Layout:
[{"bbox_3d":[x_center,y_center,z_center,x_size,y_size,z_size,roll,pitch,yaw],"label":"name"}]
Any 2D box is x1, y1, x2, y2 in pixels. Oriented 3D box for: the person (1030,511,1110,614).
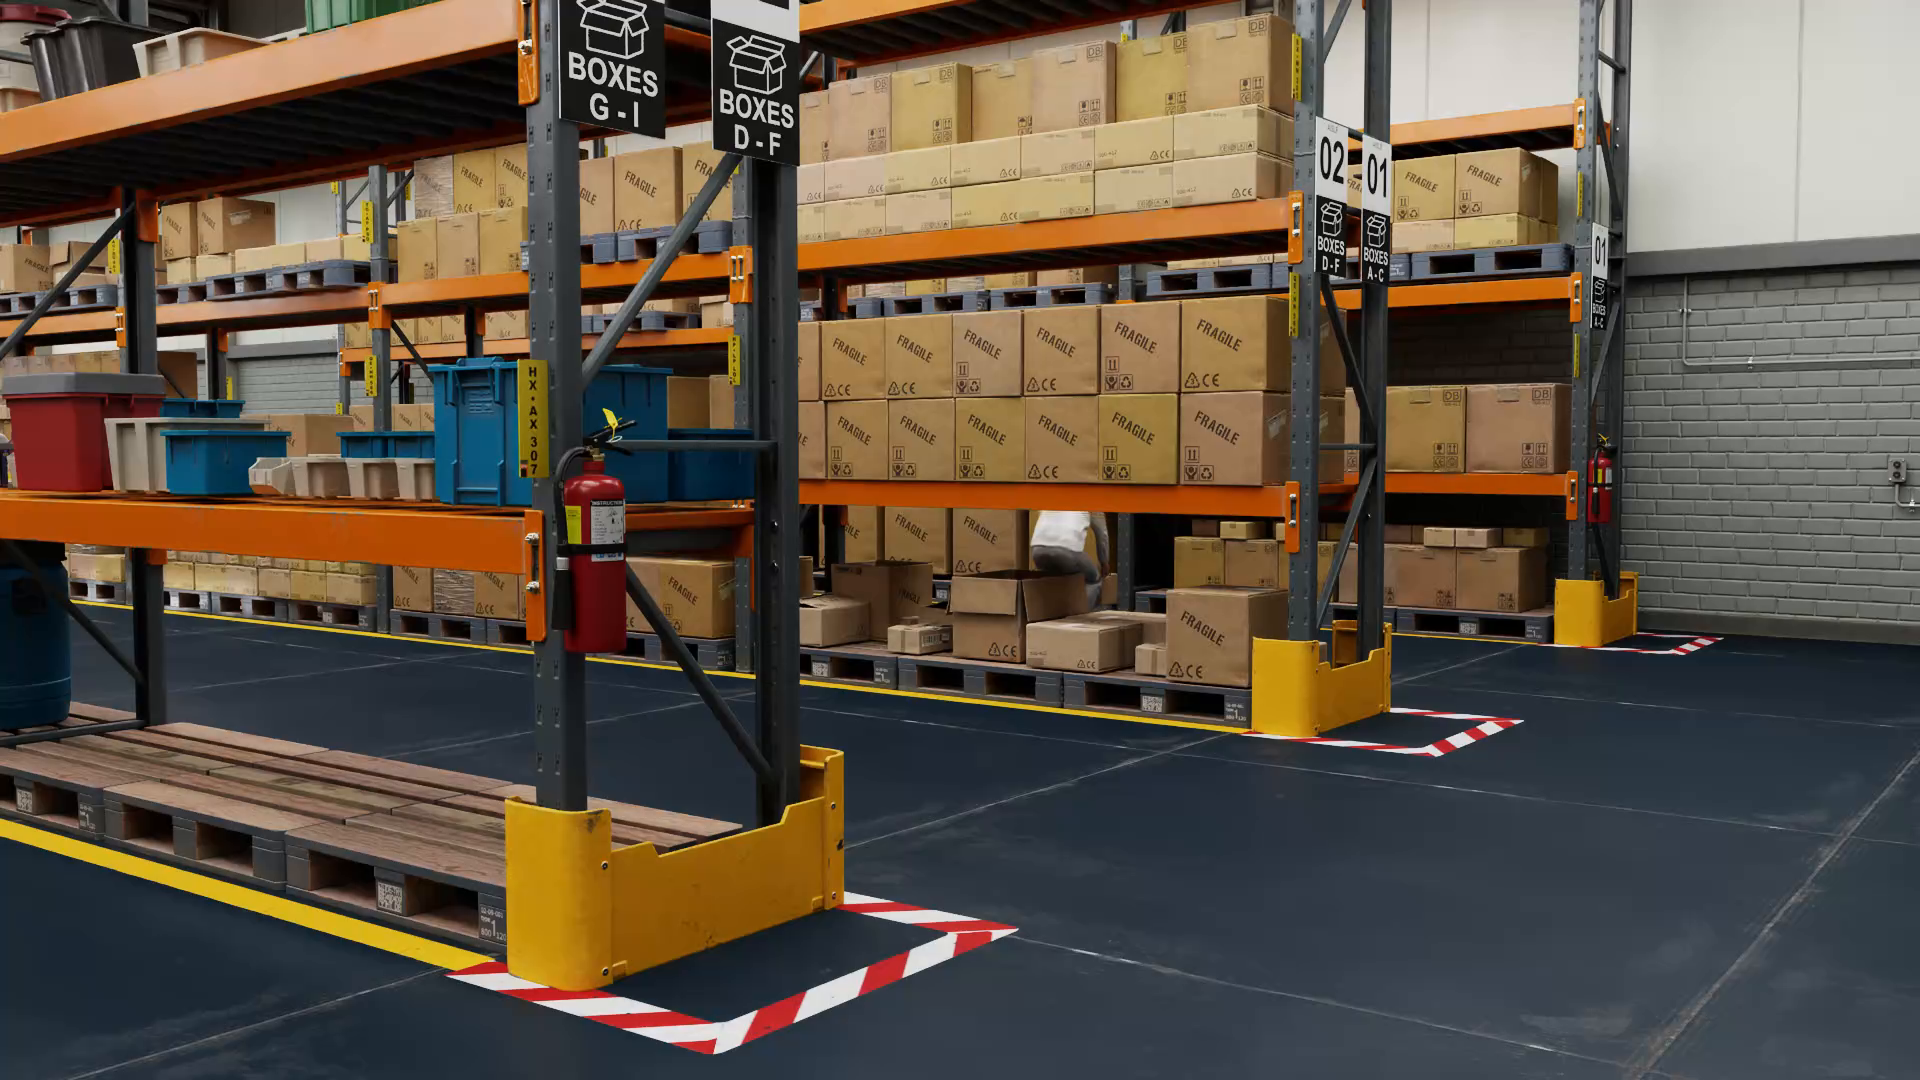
[{"bbox_3d":[0.887,0.088,13.588,0.588,1.333,0.810,2,4,36],"label":"person"}]
